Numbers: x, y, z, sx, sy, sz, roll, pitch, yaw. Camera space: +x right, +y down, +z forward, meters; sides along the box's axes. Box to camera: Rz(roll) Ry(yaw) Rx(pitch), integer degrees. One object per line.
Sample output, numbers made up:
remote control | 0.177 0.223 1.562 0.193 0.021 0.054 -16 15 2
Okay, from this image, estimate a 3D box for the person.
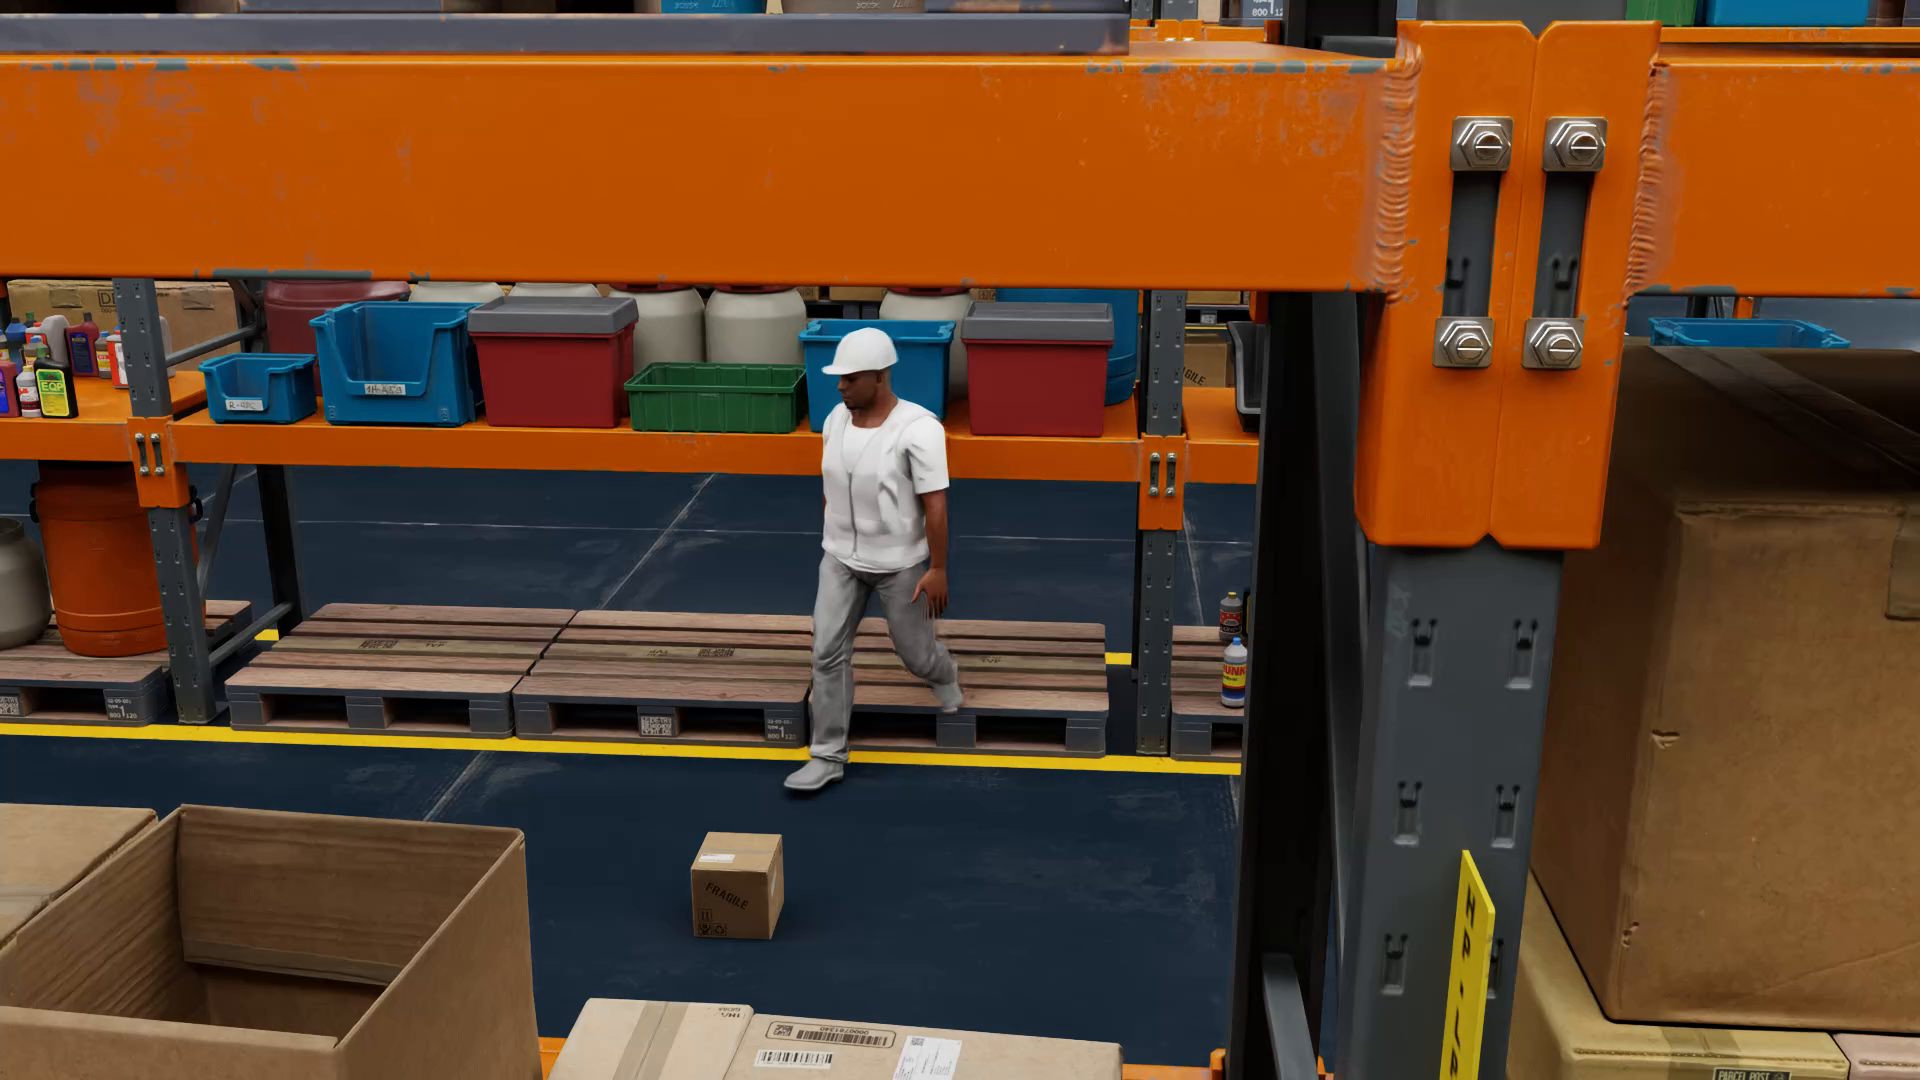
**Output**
person | -0.293 0.058 6.335 0.614 1.744 0.927 9 20 27
